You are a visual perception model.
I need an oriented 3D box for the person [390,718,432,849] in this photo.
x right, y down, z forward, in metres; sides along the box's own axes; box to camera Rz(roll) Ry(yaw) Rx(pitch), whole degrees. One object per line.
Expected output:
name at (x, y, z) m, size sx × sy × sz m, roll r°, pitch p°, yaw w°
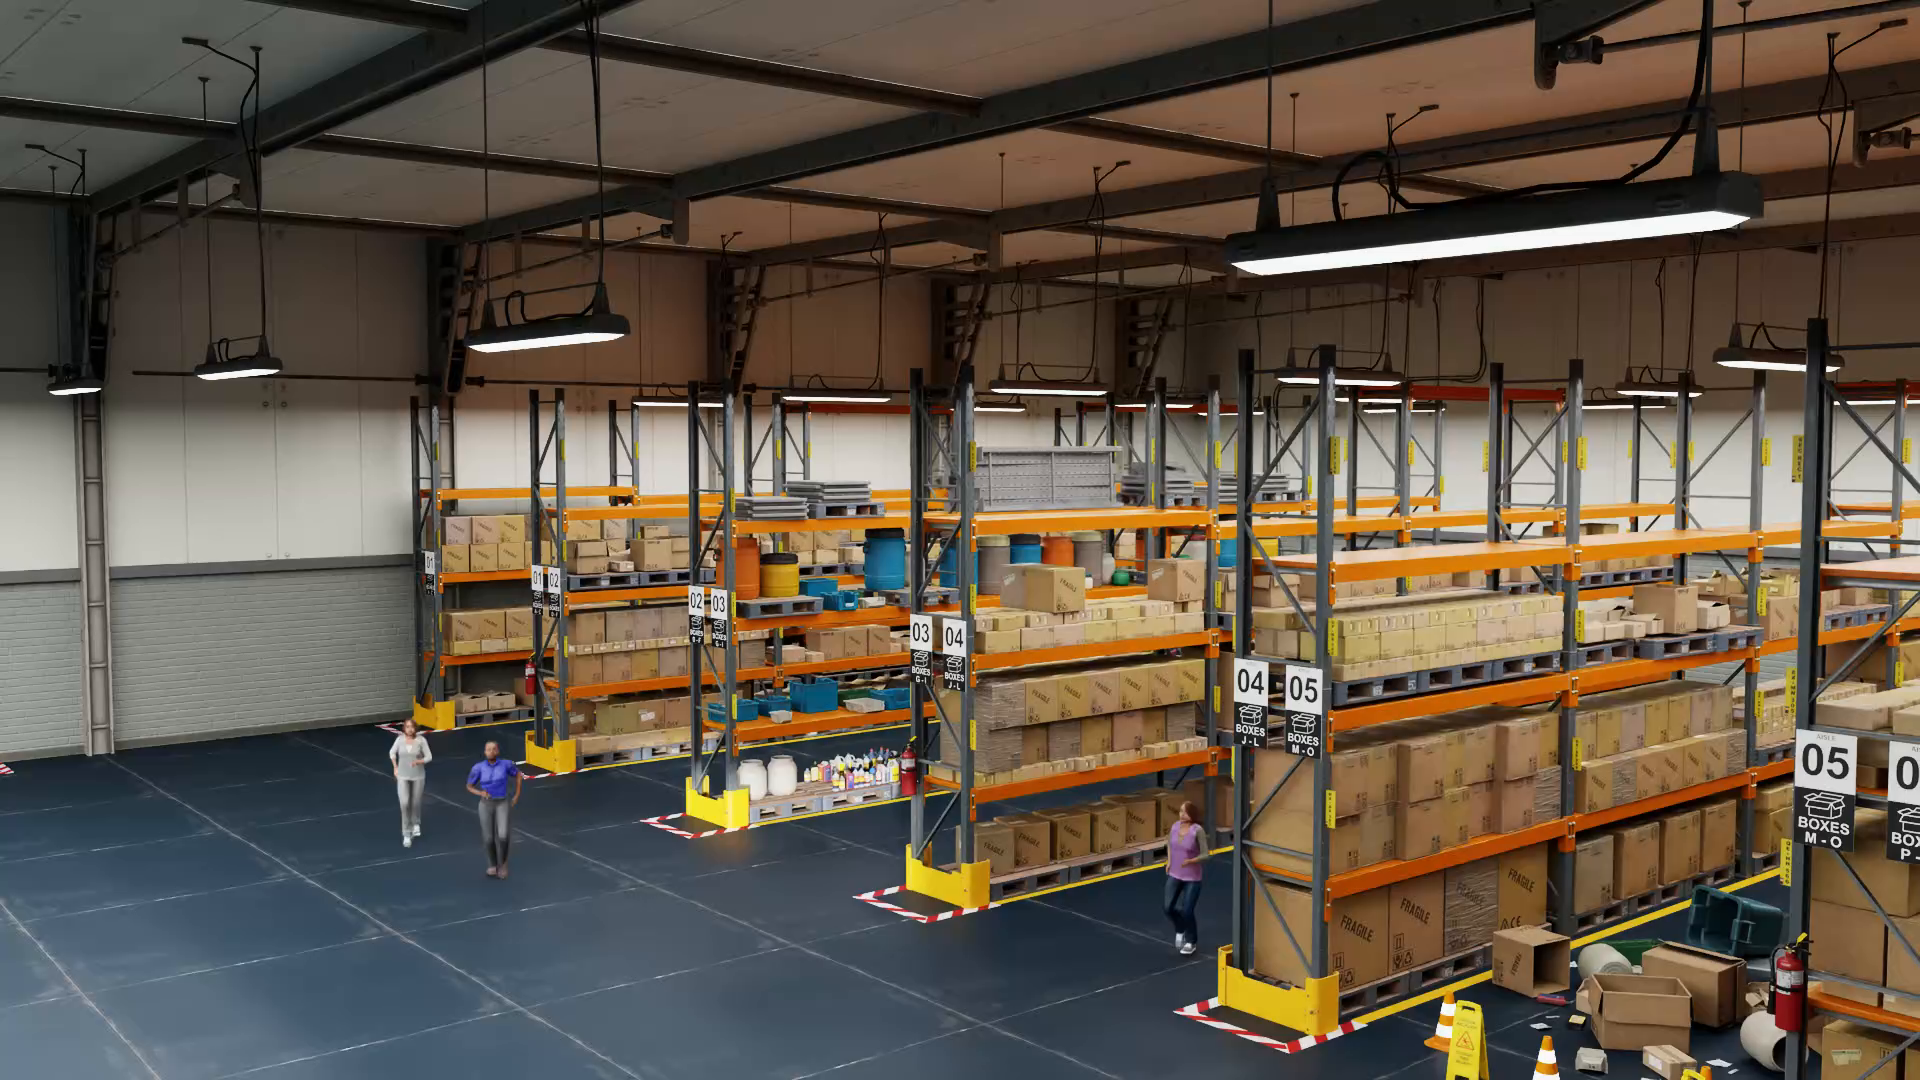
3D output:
person at (-7.074, 3.111, 21.438) m, size 0.529 × 1.625 × 0.668 m, roll -1°, pitch 3°, yaw -16°

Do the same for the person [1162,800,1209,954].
person at (2.221, 3.390, 16.644) m, size 0.527 × 1.560 × 0.551 m, roll 2°, pitch 4°, yaw 32°

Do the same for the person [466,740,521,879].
person at (-5.495, 3.183, 19.623) m, size 0.637 × 1.648 × 0.610 m, roll -1°, pitch 4°, yaw -16°
